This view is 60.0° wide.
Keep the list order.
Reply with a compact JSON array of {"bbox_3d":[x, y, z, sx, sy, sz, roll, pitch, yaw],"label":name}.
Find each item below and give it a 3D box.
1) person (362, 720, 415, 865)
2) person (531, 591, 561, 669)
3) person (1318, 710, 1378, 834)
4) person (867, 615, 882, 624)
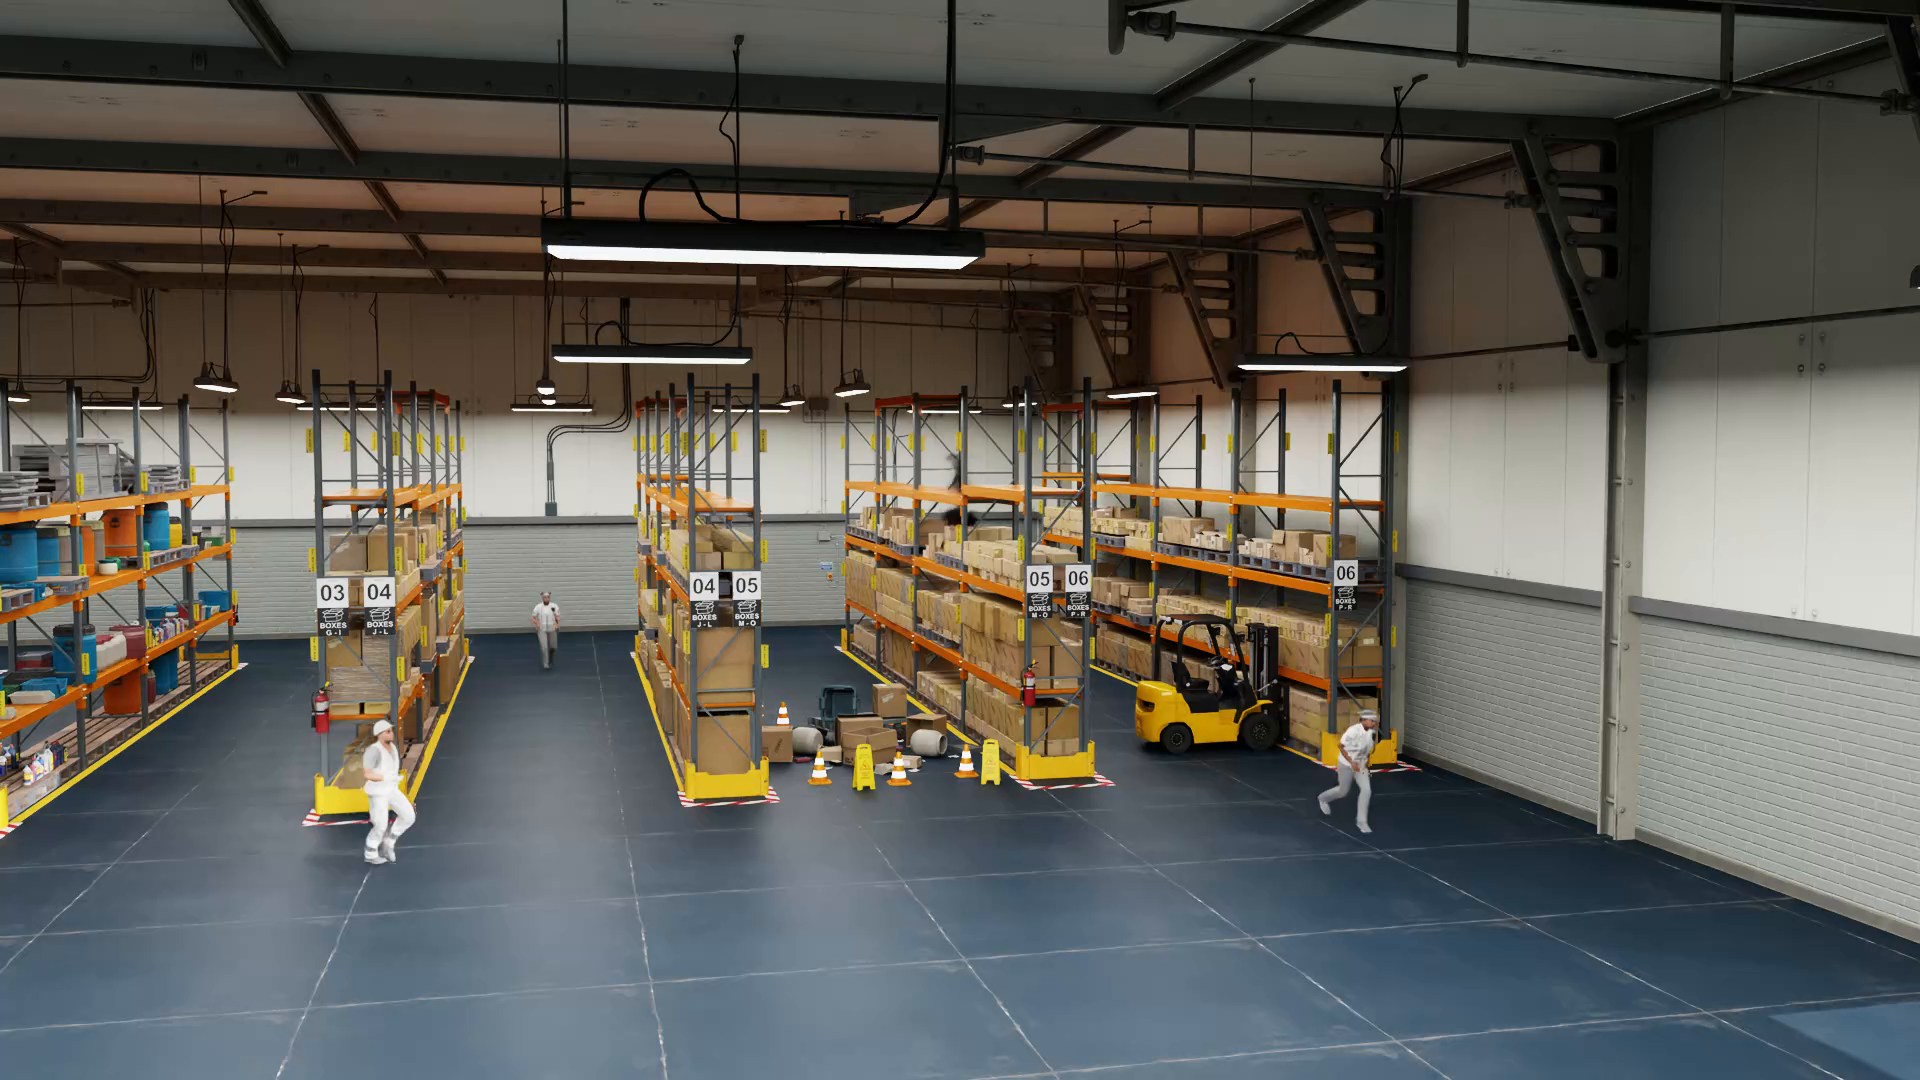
[{"bbox_3d":[-6.771,2.973,19.591,0.674,1.721,0.650,1,4,21],"label":"person"},{"bbox_3d":[-9.227,1.993,37.111,0.660,1.726,0.627,-1,4,-20],"label":"person"},{"bbox_3d":[5.083,2.970,21.759,0.599,1.629,0.961,-2,4,-37],"label":"person"},{"bbox_3d":[-2.015,1.726,41.845,0.678,1.736,0.710,-1,4,-23],"label":"person"}]
